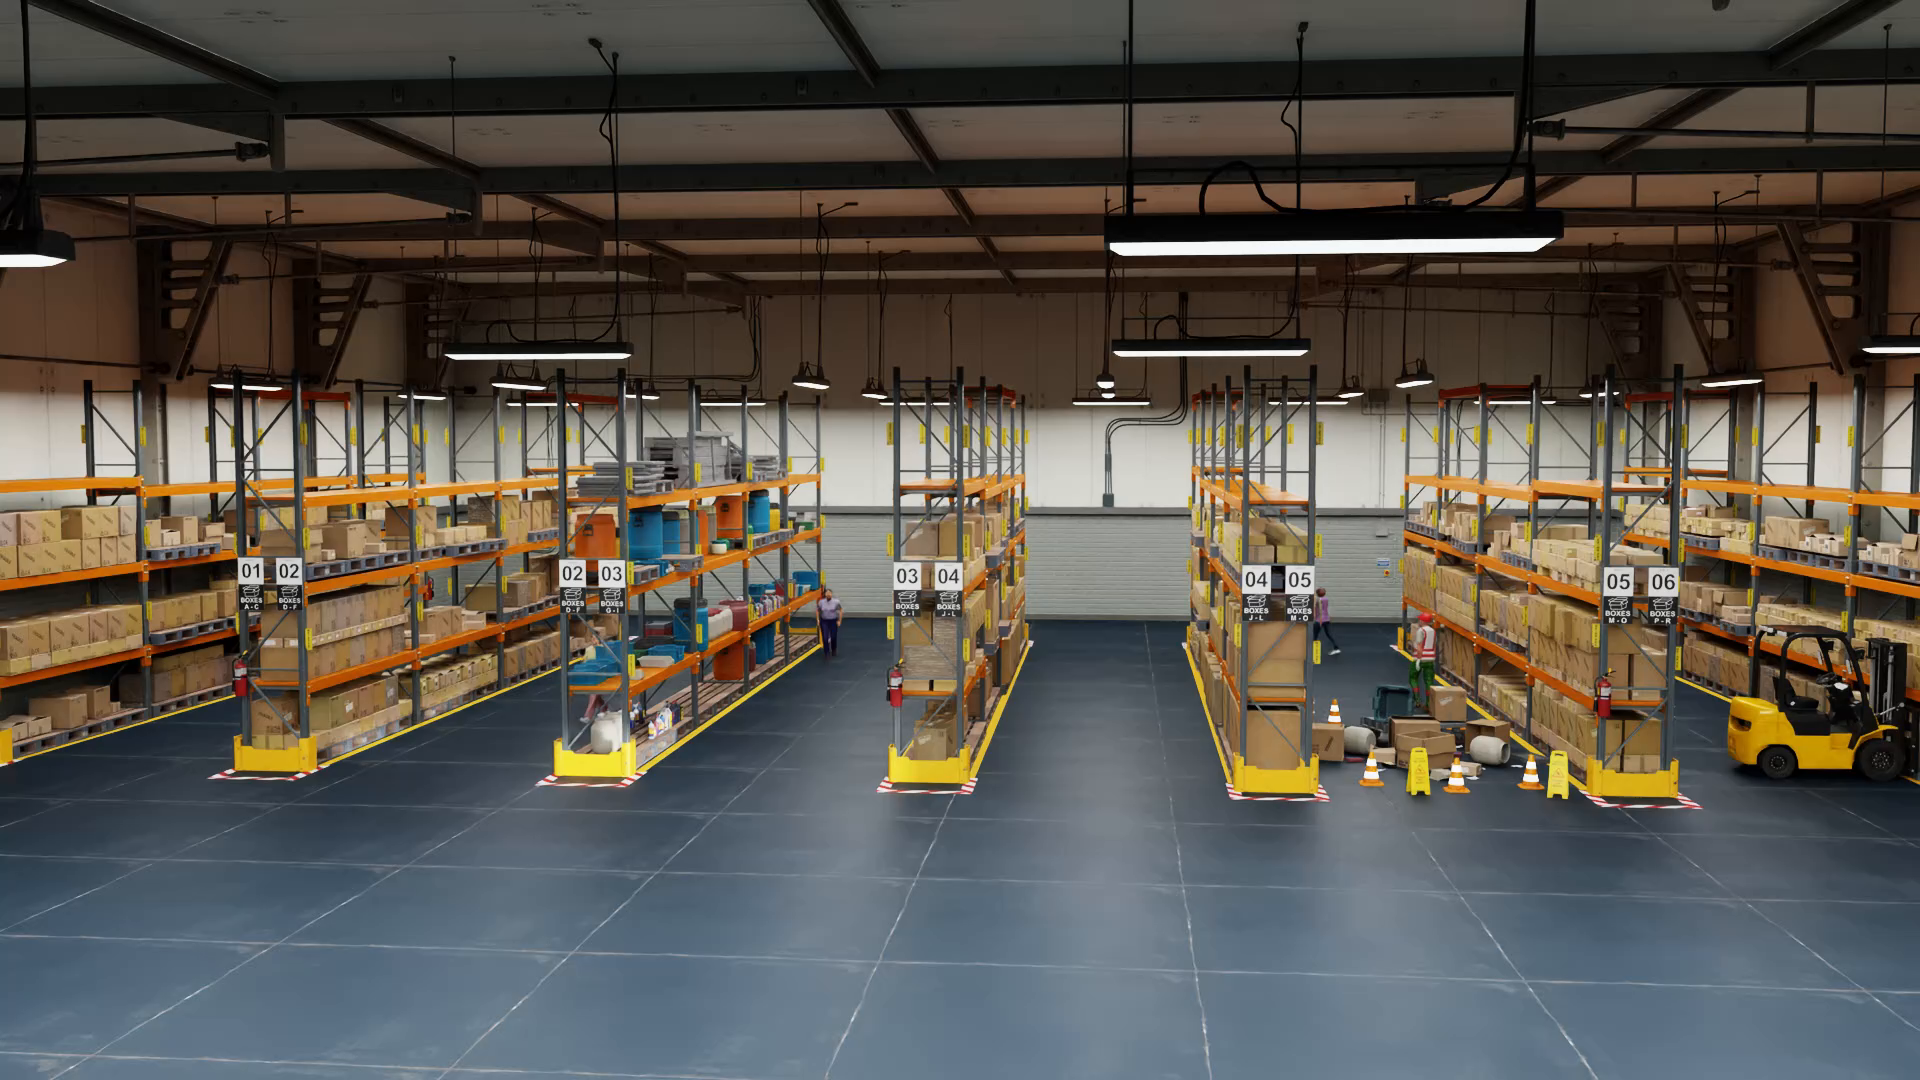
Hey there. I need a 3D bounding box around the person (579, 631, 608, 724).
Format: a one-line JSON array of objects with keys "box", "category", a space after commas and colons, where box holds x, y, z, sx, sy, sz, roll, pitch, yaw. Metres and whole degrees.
[{"box": [-6.390, 2.390, 29.084, 0.435, 1.583, 1.138, 1, 4, 14], "category": "person"}]

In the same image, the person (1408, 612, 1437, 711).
[{"box": [8.513, 2.233, 30.376, 0.515, 1.808, 0.542, -1, 4, -10], "category": "person"}]

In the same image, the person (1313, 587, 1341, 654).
[{"box": [8.293, 1.857, 38.063, 0.434, 1.559, 0.939, -4, 5, -45], "category": "person"}]

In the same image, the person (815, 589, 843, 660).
[{"box": [-2.957, 1.883, 37.501, 0.628, 1.595, 0.506, 0, 4, -1], "category": "person"}]
